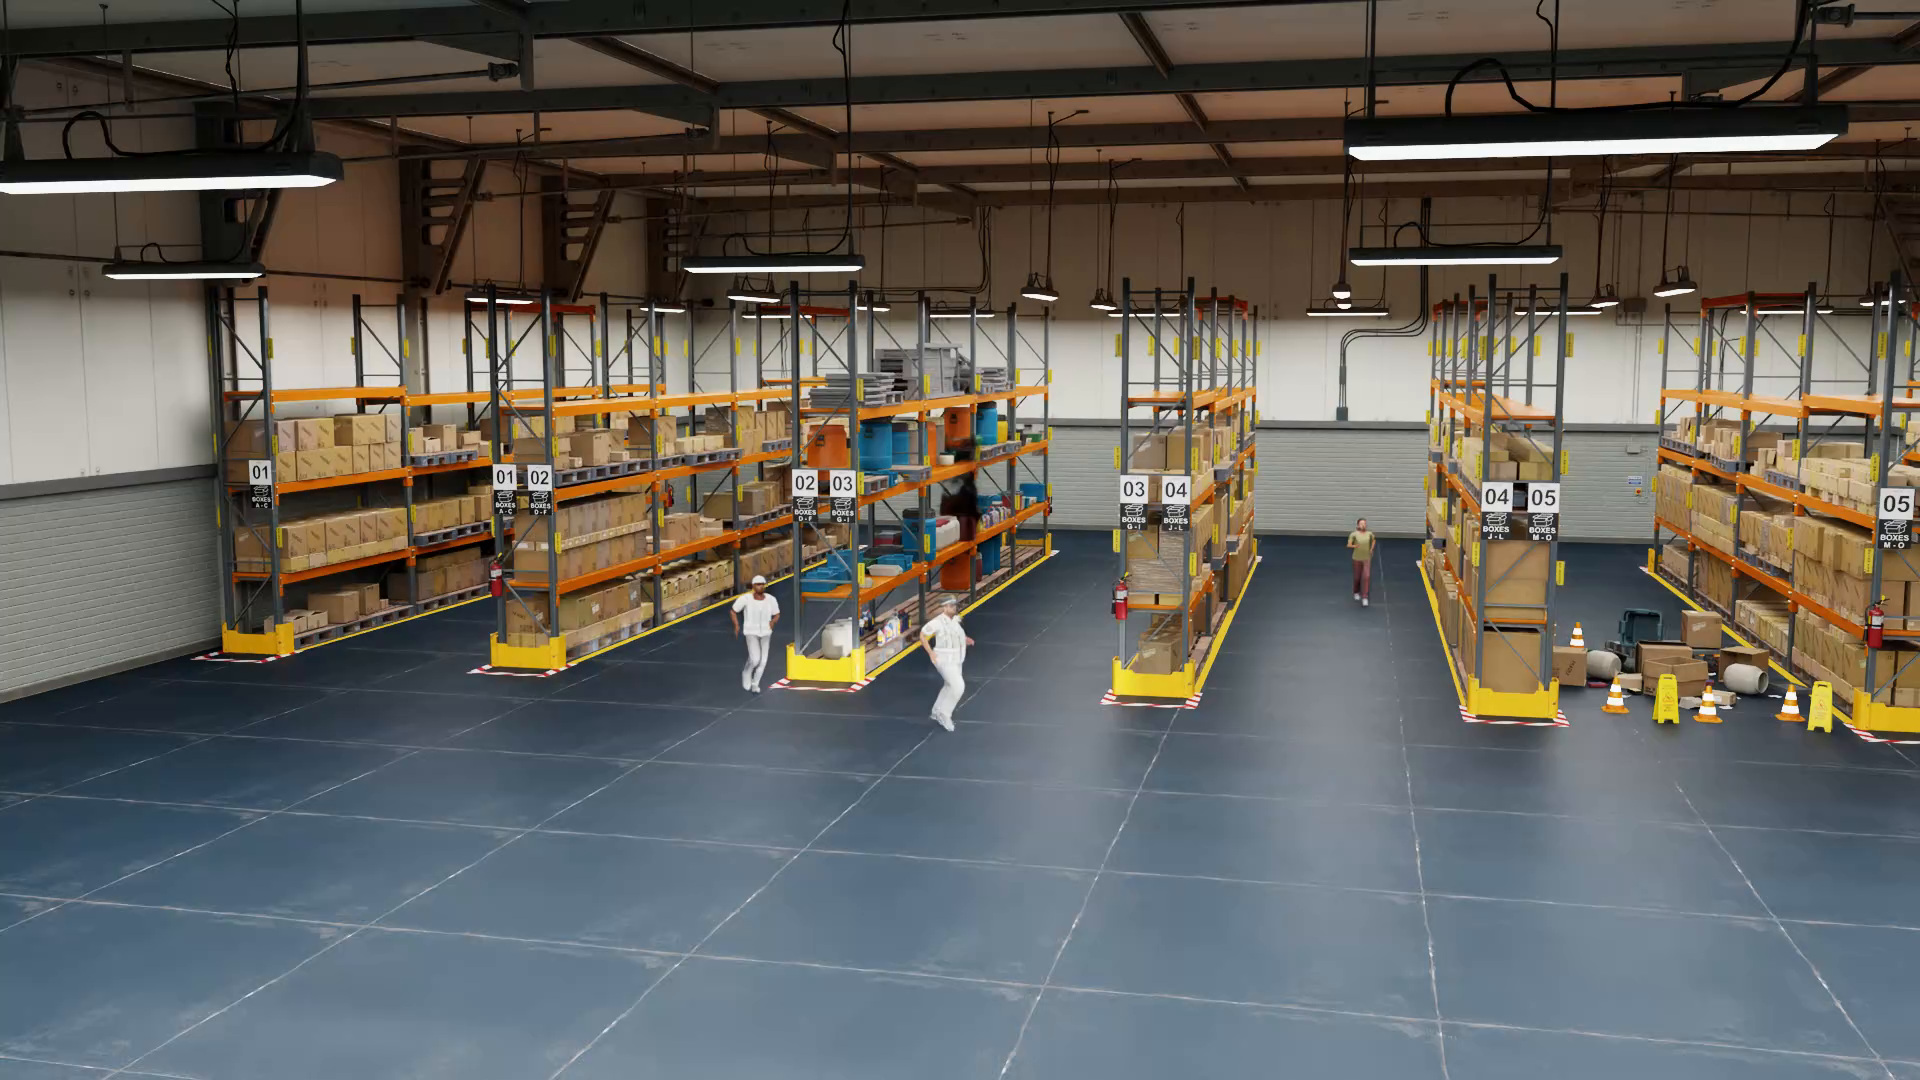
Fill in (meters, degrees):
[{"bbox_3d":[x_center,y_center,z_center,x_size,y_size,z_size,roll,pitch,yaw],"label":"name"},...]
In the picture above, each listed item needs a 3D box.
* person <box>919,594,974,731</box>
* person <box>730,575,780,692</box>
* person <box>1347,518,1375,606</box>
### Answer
[{"bbox_3d":[-0.120,1.616,21.944,0.717,1.814,0.633,4,8,34],"label":"person"},{"bbox_3d":[-2.933,1.370,24.176,0.690,1.718,0.576,-3,7,-24],"label":"person"},{"bbox_3d":[7.858,0.399,32.550,0.574,1.657,0.941,1,7,6],"label":"person"}]
